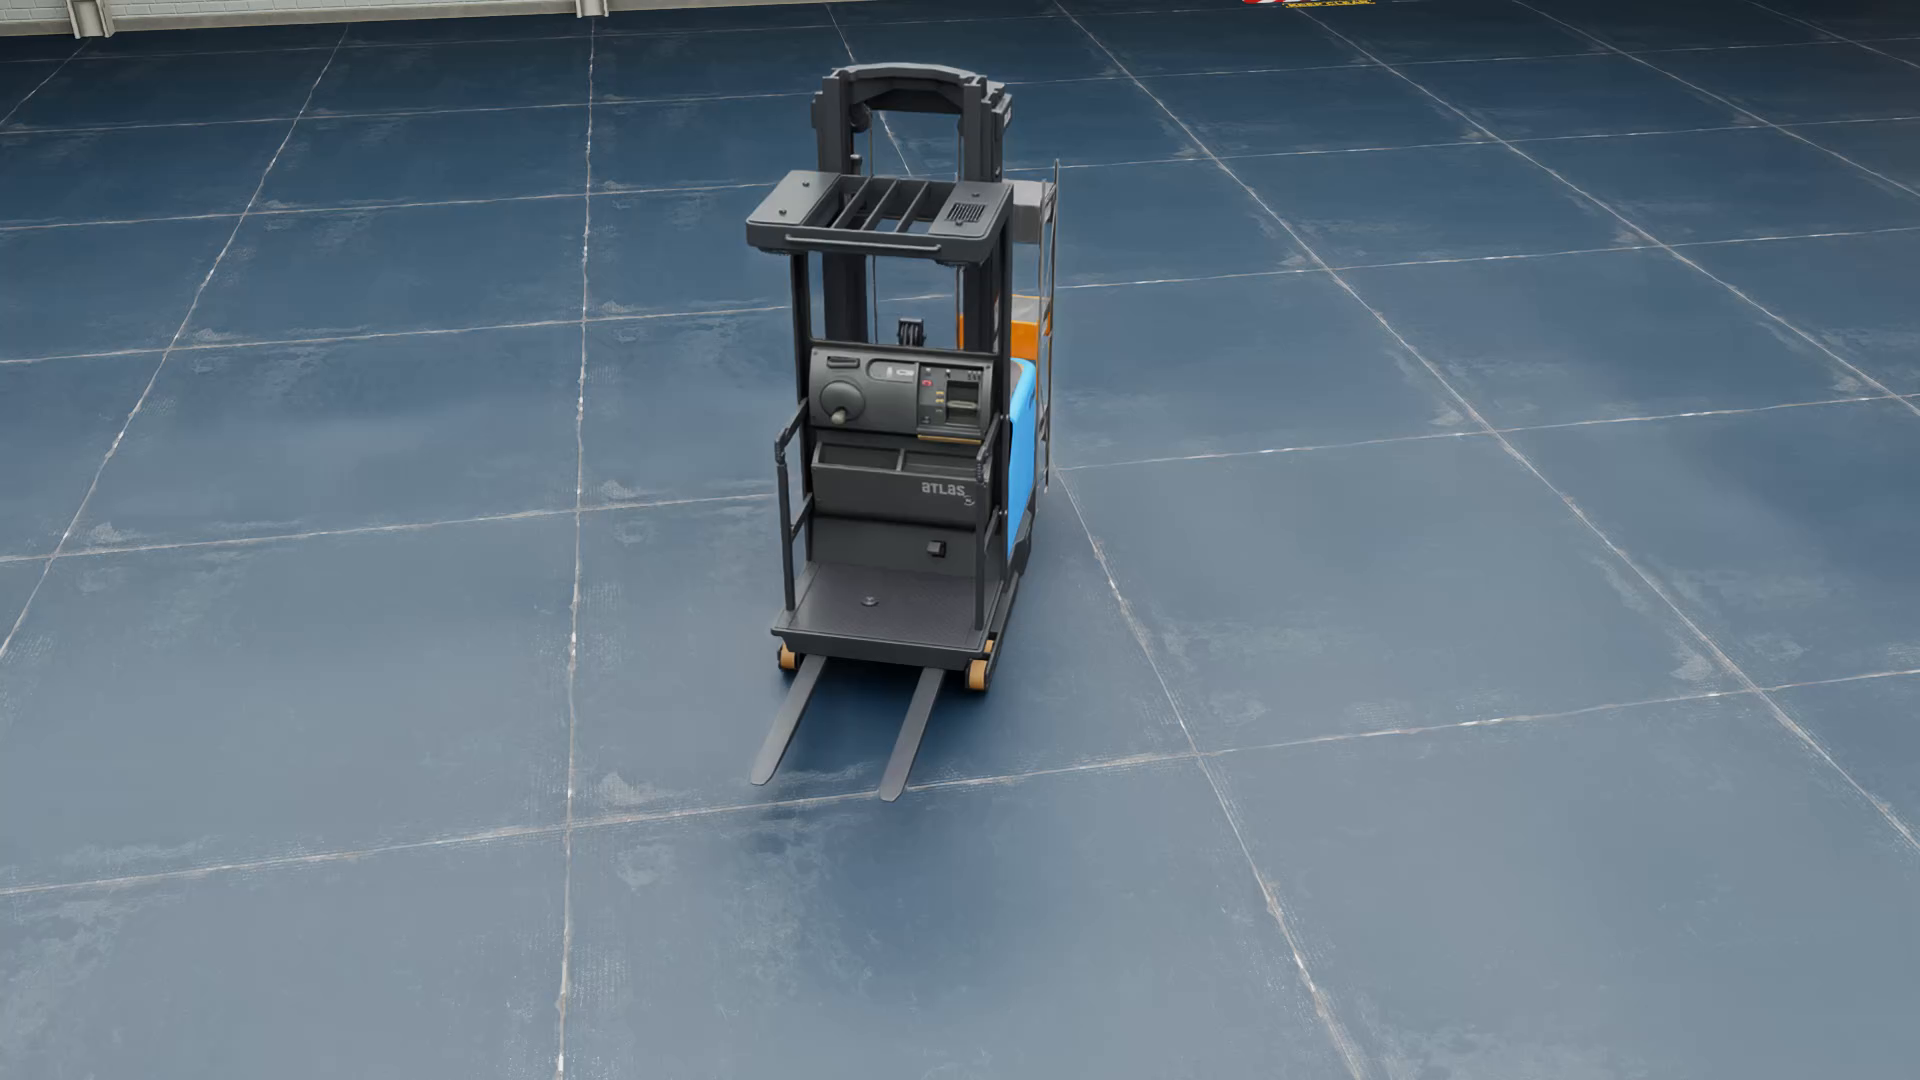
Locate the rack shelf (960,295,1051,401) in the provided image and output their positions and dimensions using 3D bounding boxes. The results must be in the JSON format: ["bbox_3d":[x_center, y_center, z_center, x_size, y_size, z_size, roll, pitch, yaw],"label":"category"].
[{"bbox_3d":[0.265,-1.162,9.795,0.480,0.518,0.431,7,31,12],"label":"rack shelf"}]

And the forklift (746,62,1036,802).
[{"bbox_3d":[-0.336,-0.688,8.143,1.130,2.935,3.031,6,31,9],"label":"forklift"}]

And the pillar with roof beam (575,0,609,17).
[{"bbox_3d":[-3.935,-8.484,15.416,0.400,9.000,9.100,-5,31,-9],"label":"pillar with roof beam"}]

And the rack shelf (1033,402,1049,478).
[{"bbox_3d":[0.265,-0.558,10.150,0.480,0.518,0.431,7,31,12],"label":"rack shelf"}]

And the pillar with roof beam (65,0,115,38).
[{"bbox_3d":[-9.837,-7.937,14.484,0.400,9.000,9.100,-5,31,-9],"label":"pillar with roof beam"}]

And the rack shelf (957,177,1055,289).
[{"bbox_3d":[0.265,-1.765,9.441,0.480,0.518,0.431,7,31,12],"label":"rack shelf"}]

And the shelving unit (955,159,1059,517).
[{"bbox_3d":[0.265,-1.173,9.788,0.503,2.100,0.431,7,31,12],"label":"shelving unit"}]

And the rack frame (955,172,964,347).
[{"bbox_3d":[0.028,-1.204,9.840,0.015,2.100,0.400,7,31,12],"label":"rack frame"}]

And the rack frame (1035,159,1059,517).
[{"bbox_3d":[0.502,-1.143,9.737,0.015,2.100,0.400,7,31,12],"label":"rack frame"}]
